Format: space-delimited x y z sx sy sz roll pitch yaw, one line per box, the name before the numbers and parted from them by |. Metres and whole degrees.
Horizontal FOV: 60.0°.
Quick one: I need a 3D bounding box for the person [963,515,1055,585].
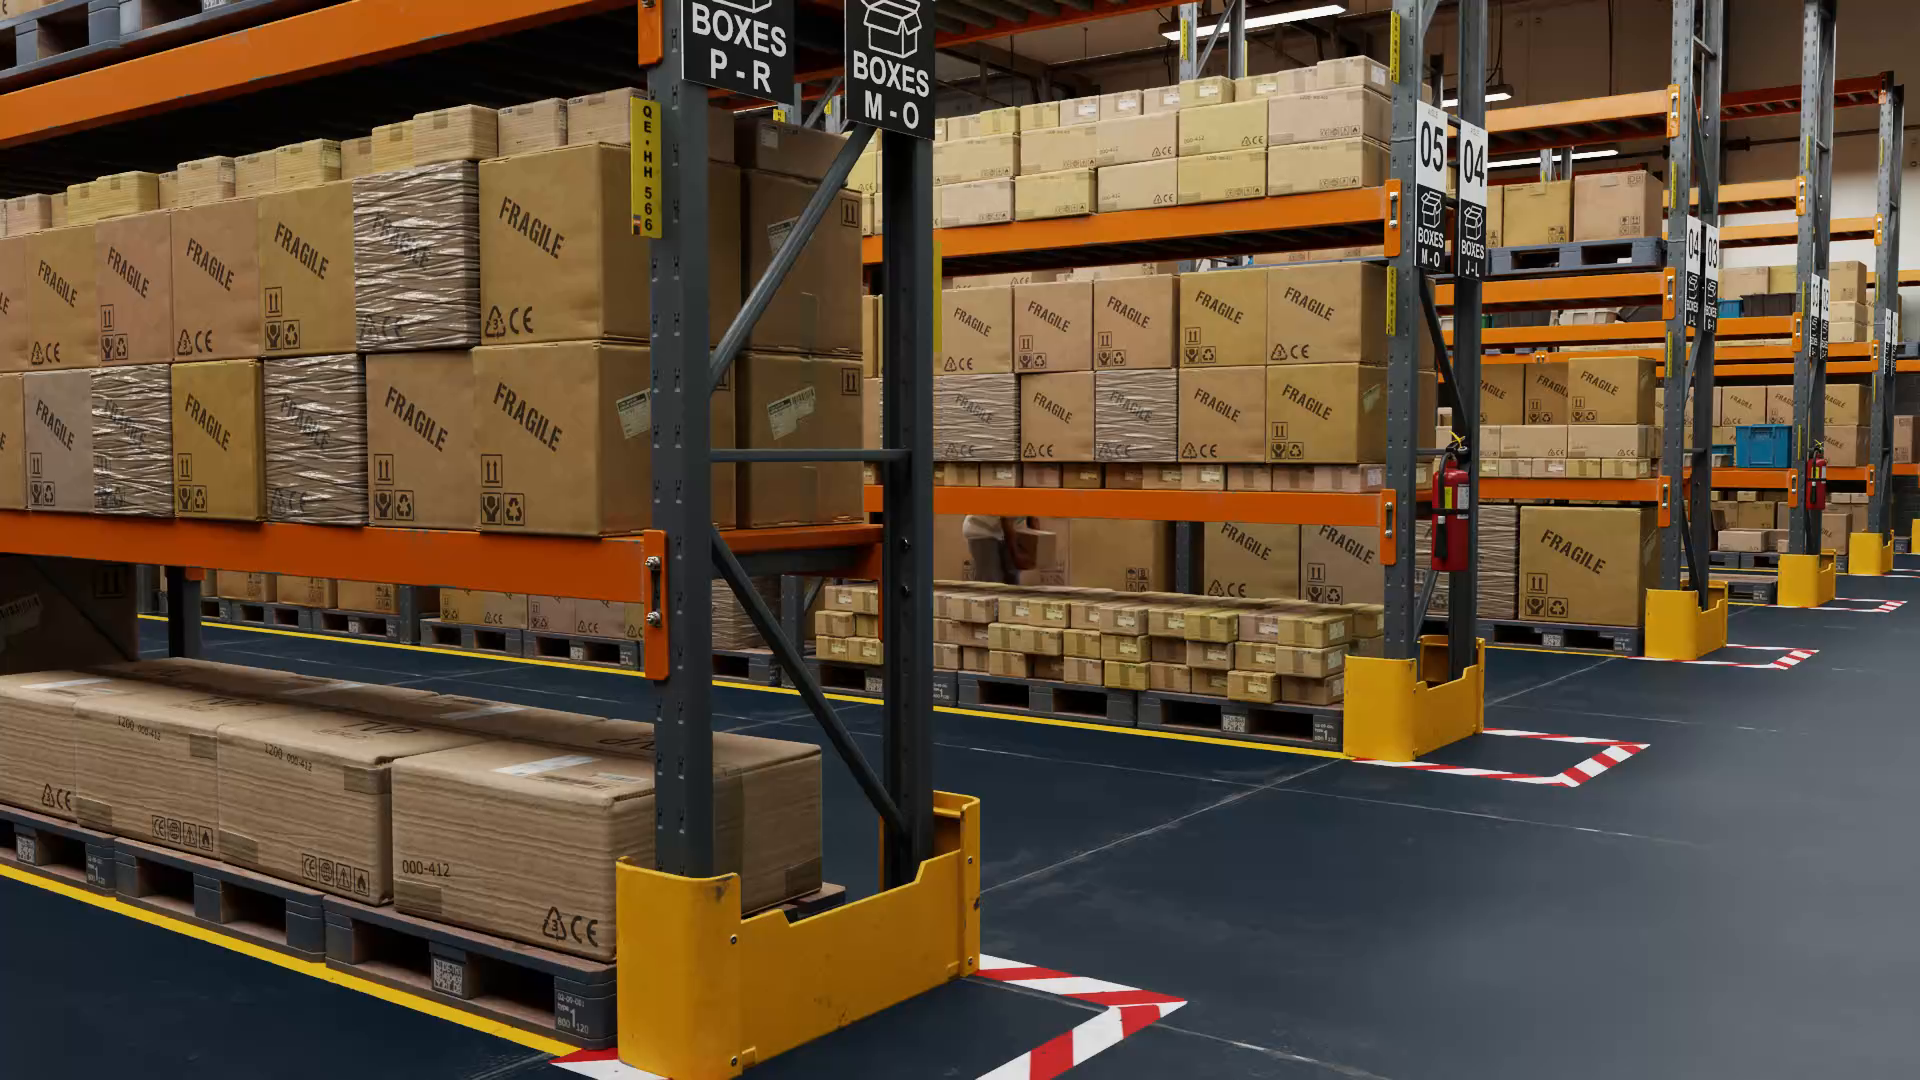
person | 0.377 0.039 11.962 0.695 1.656 0.483 2 4 35
